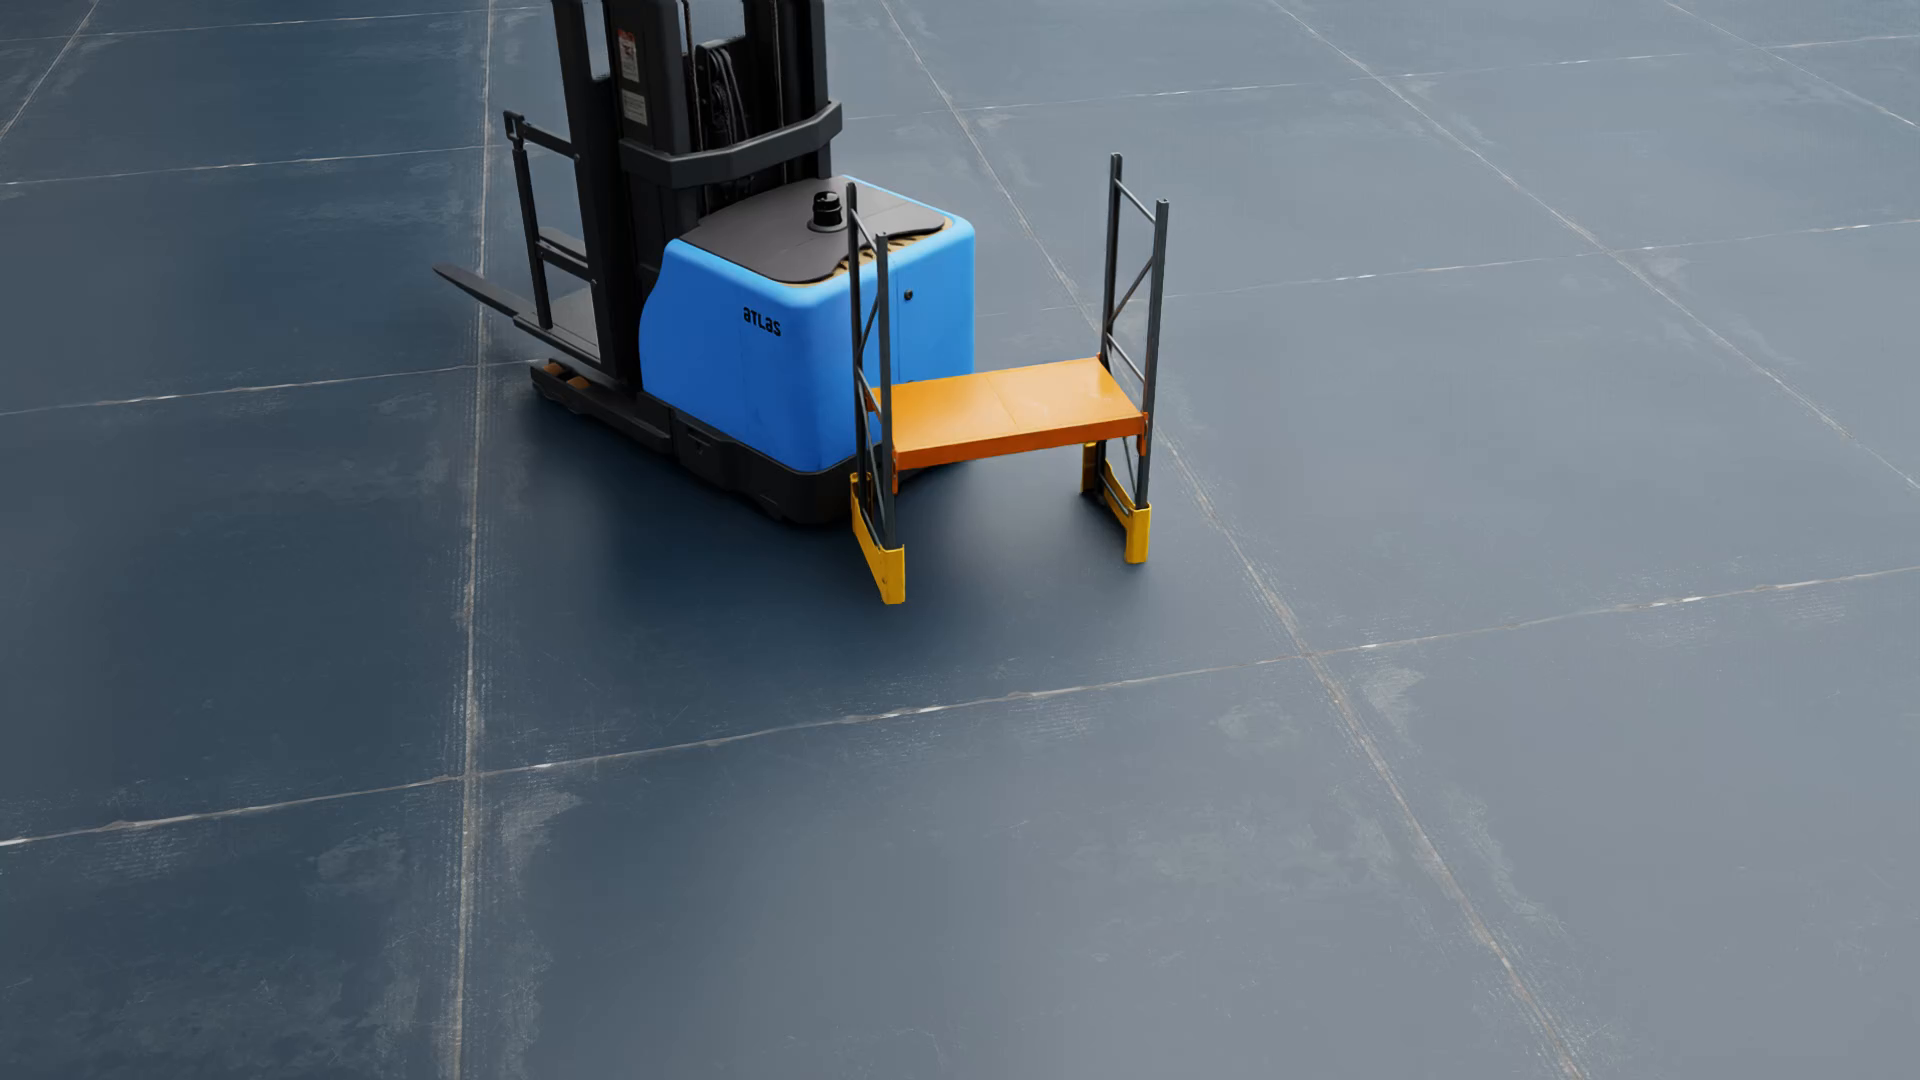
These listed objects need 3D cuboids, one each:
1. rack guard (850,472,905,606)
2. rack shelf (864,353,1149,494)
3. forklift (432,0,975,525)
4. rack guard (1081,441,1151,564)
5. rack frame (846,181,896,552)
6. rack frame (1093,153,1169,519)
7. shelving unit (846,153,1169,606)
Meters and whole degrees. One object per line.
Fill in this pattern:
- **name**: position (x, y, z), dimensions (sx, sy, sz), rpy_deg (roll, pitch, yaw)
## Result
- **rack guard**: position (-0.326, -0.013, 6.545), dimensions (0.087, 0.250, 0.587), rpy_deg (-9, 35, -13)
- **rack shelf**: position (0.160, -0.462, 6.415), dimensions (1.000, 0.185, 0.538), rpy_deg (-9, 35, -13)
- **forklift**: position (-1.344, -1.983, 7.075), dimensions (3.031, 2.935, 1.130), rpy_deg (27, 43, 35)
- **rack guard**: position (0.630, -0.168, 6.776), dimensions (0.087, 0.250, 0.587), rpy_deg (-9, 35, -13)
- **rack frame**: position (-0.328, -0.532, 6.197), dimensions (0.032, 1.500, 0.500), rpy_deg (-9, 35, -13)
- **rack frame**: position (0.649, -0.690, 6.433), dimensions (0.032, 1.500, 0.500), rpy_deg (-9, 35, -13)
- **shelving unit**: position (0.152, -0.610, 6.312), dimensions (1.083, 1.500, 0.587), rpy_deg (-9, 35, -13)
